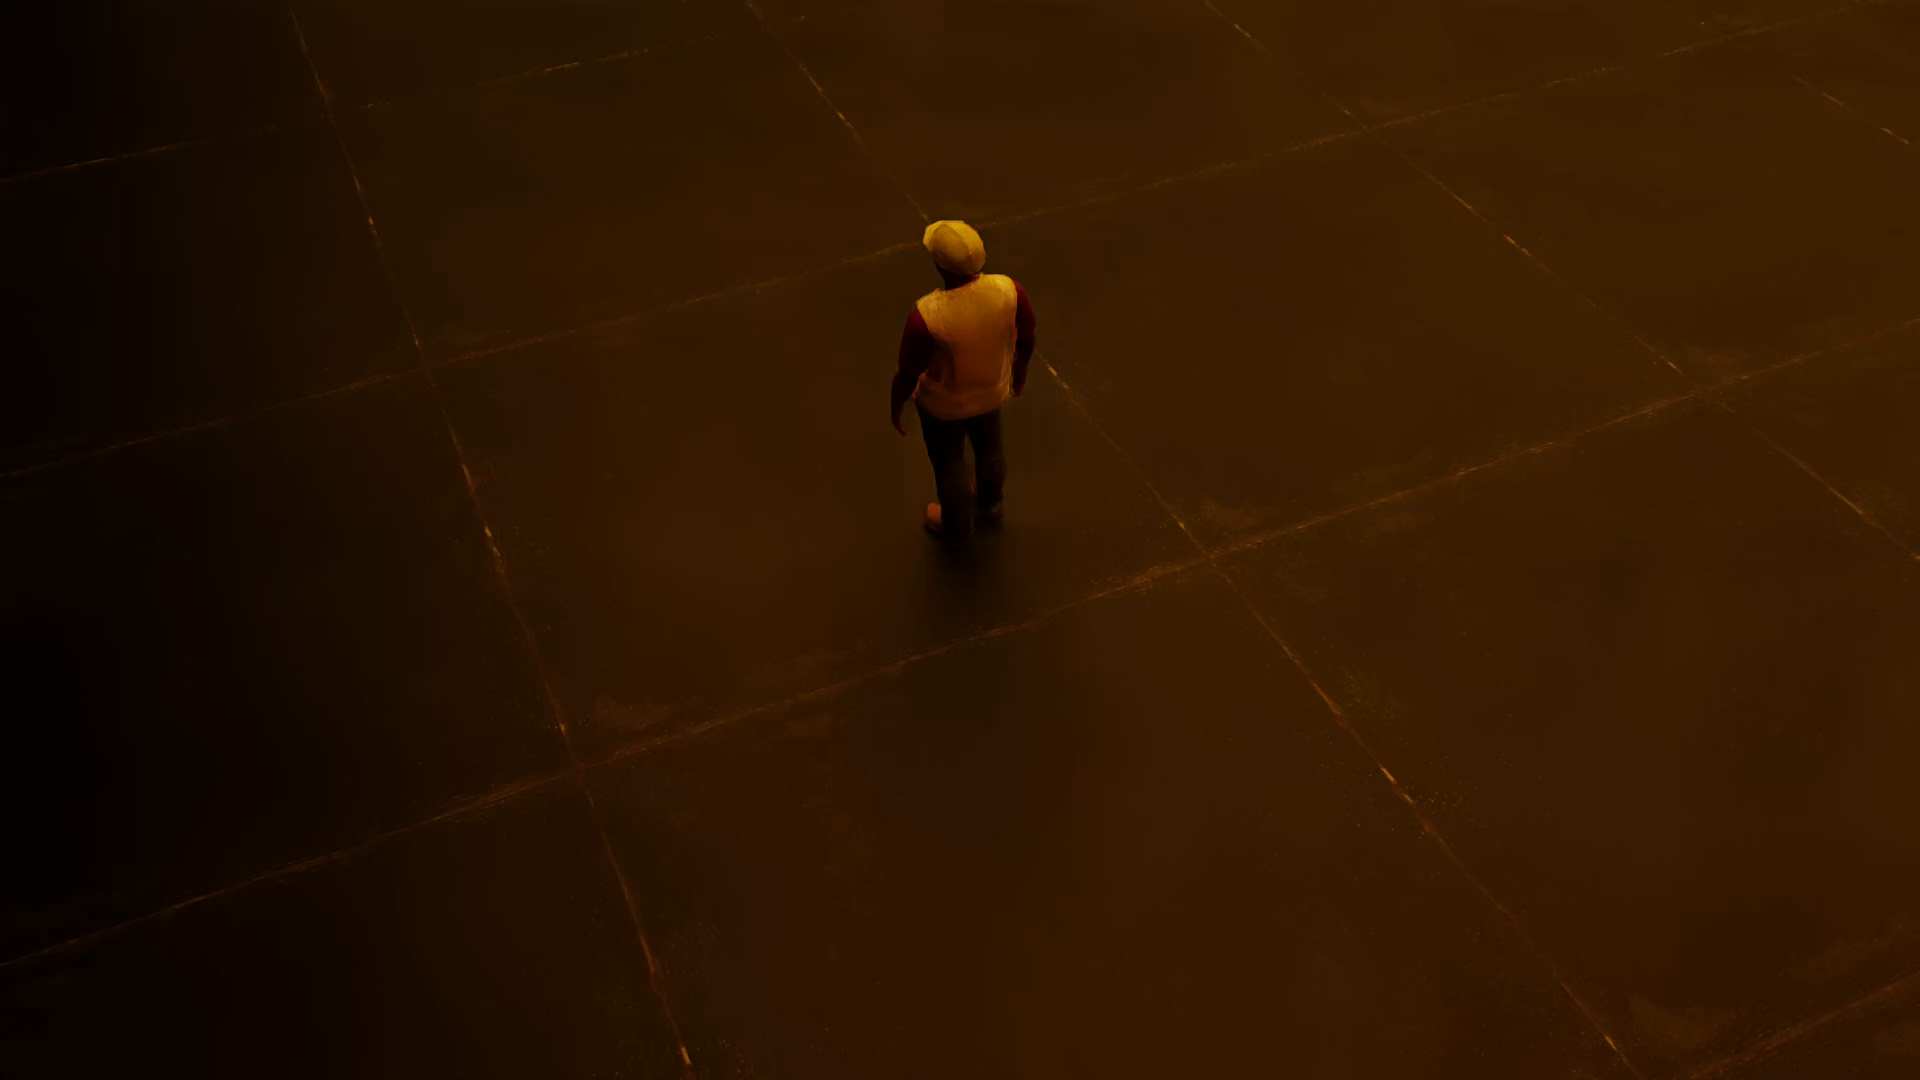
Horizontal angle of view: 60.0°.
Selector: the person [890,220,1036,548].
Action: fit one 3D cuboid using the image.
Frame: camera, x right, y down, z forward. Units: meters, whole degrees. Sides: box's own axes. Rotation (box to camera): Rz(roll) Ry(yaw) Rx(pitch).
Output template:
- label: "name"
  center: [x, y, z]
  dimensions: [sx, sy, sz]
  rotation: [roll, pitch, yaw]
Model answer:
- label: "person"
  center: [-0.024, -0.695, 7.269]
  dimensions: [0.665, 1.766, 0.576]
  rotation: [-18, 46, -18]
